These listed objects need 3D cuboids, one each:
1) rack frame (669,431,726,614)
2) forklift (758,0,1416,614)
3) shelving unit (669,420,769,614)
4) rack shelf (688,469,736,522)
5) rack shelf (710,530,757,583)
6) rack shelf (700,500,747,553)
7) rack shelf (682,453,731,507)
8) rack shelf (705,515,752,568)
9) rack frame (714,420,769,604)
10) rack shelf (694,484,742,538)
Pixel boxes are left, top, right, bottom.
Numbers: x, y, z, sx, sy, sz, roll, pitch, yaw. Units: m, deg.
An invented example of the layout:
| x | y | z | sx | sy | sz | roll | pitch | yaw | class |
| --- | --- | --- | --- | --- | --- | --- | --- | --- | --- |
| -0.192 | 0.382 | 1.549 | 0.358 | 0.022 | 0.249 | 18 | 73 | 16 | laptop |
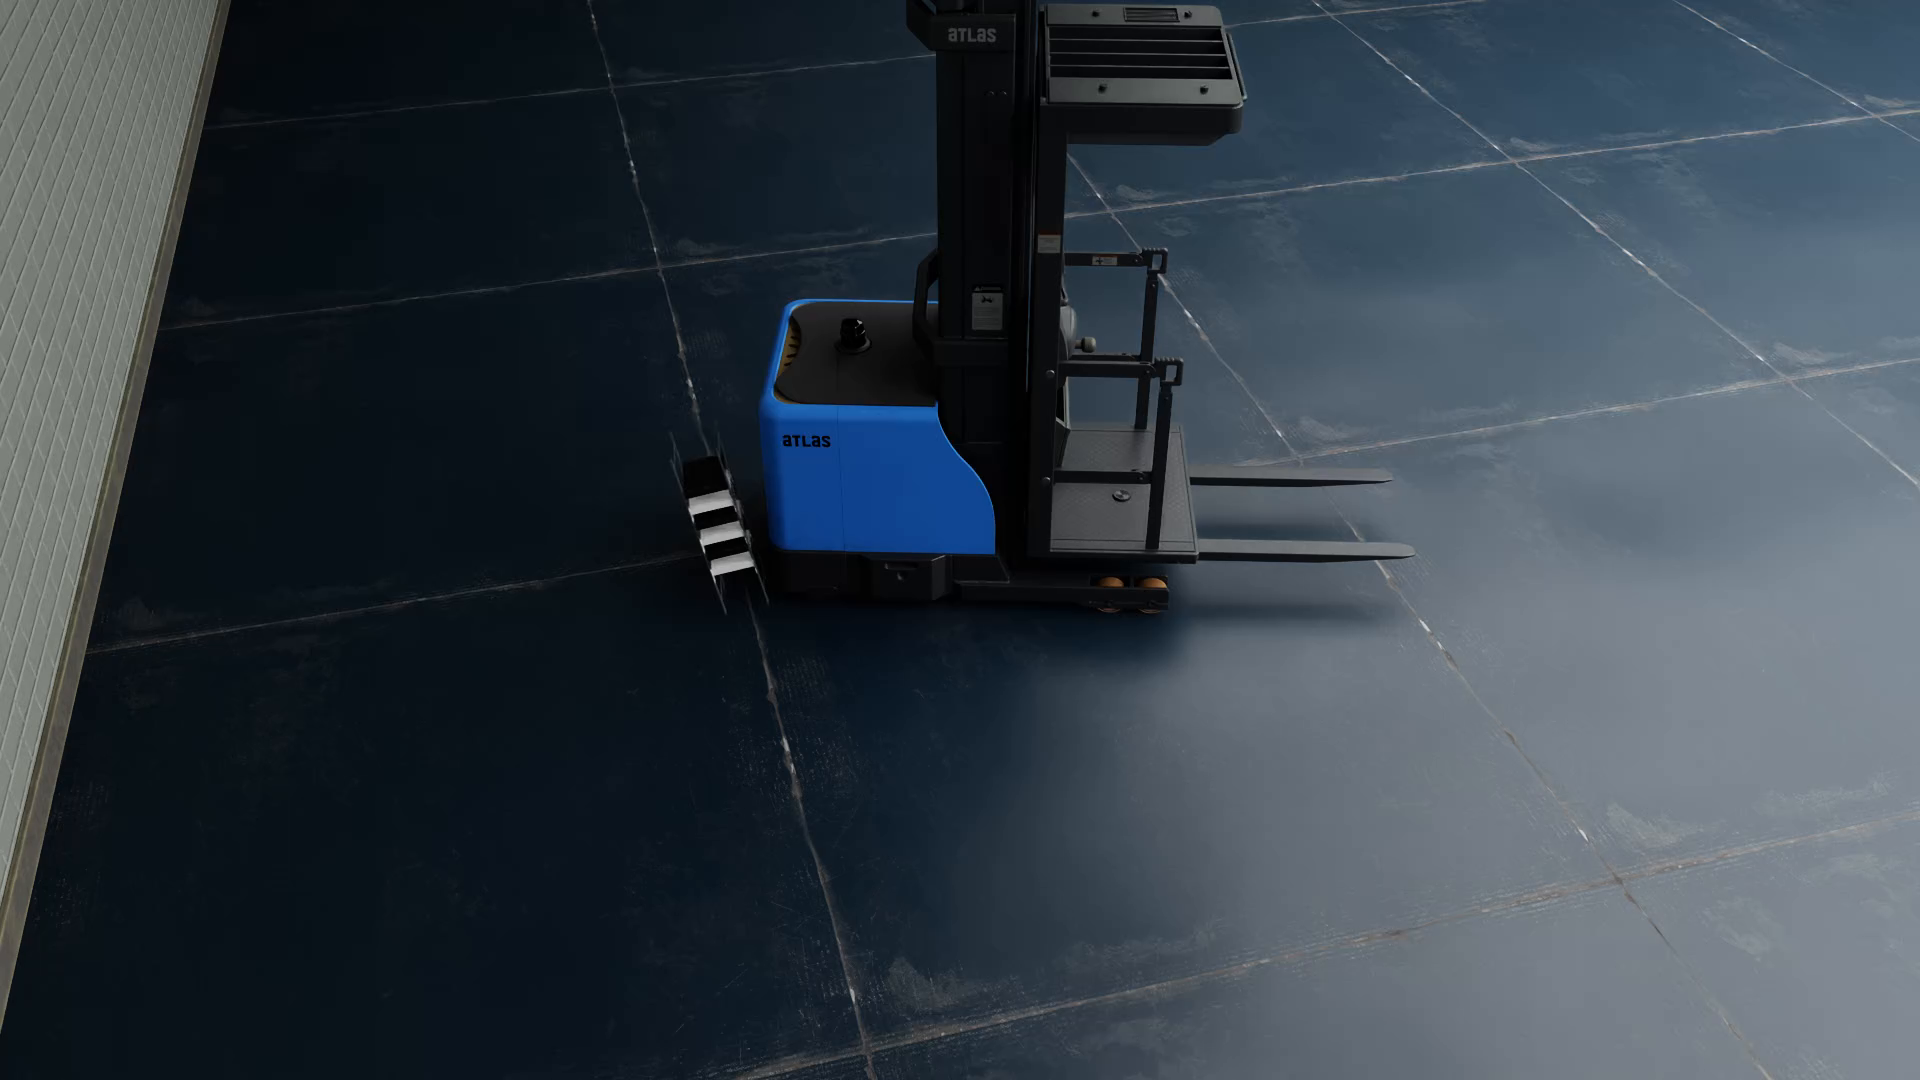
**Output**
| x | y | z | sx | sy | sz | roll | pitch | yaw | class |
| --- | --- | --- | --- | --- | --- | --- | --- | --- | --- |
| -1.194 | -0.069 | 7.589 | 0.006 | 0.900 | 0.240 | -14 | 38 | -1 | rack frame |
| 0.630 | -1.151 | 7.322 | 3.031 | 2.935 | 1.130 | 1 | 37 | 2 | forklift |
| -1.095 | -0.093 | 7.590 | 0.210 | 0.900 | 0.258 | -14 | 38 | -1 | shelving unit |
| -1.121 | -0.205 | 7.499 | 0.200 | 0.077 | 0.258 | -14 | 38 | -1 | rack shelf |
| -1.057 | 0.070 | 7.722 | 0.200 | 0.077 | 0.258 | -14 | 38 | -1 | rack shelf |
| -1.089 | -0.067 | 7.611 | 0.200 | 0.077 | 0.258 | -14 | 38 | -1 | rack shelf |
| -1.137 | -0.274 | 7.444 | 0.200 | 0.077 | 0.258 | -14 | 38 | -1 | rack shelf |
| -1.073 | 0.001 | 7.667 | 0.200 | 0.077 | 0.258 | -14 | 38 | -1 | rack shelf |
| -0.996 | -0.117 | 7.591 | 0.006 | 0.900 | 0.240 | -14 | 38 | -1 | rack frame |
| -1.105 | -0.136 | 7.555 | 0.200 | 0.077 | 0.258 | -14 | 38 | -1 | rack shelf |
